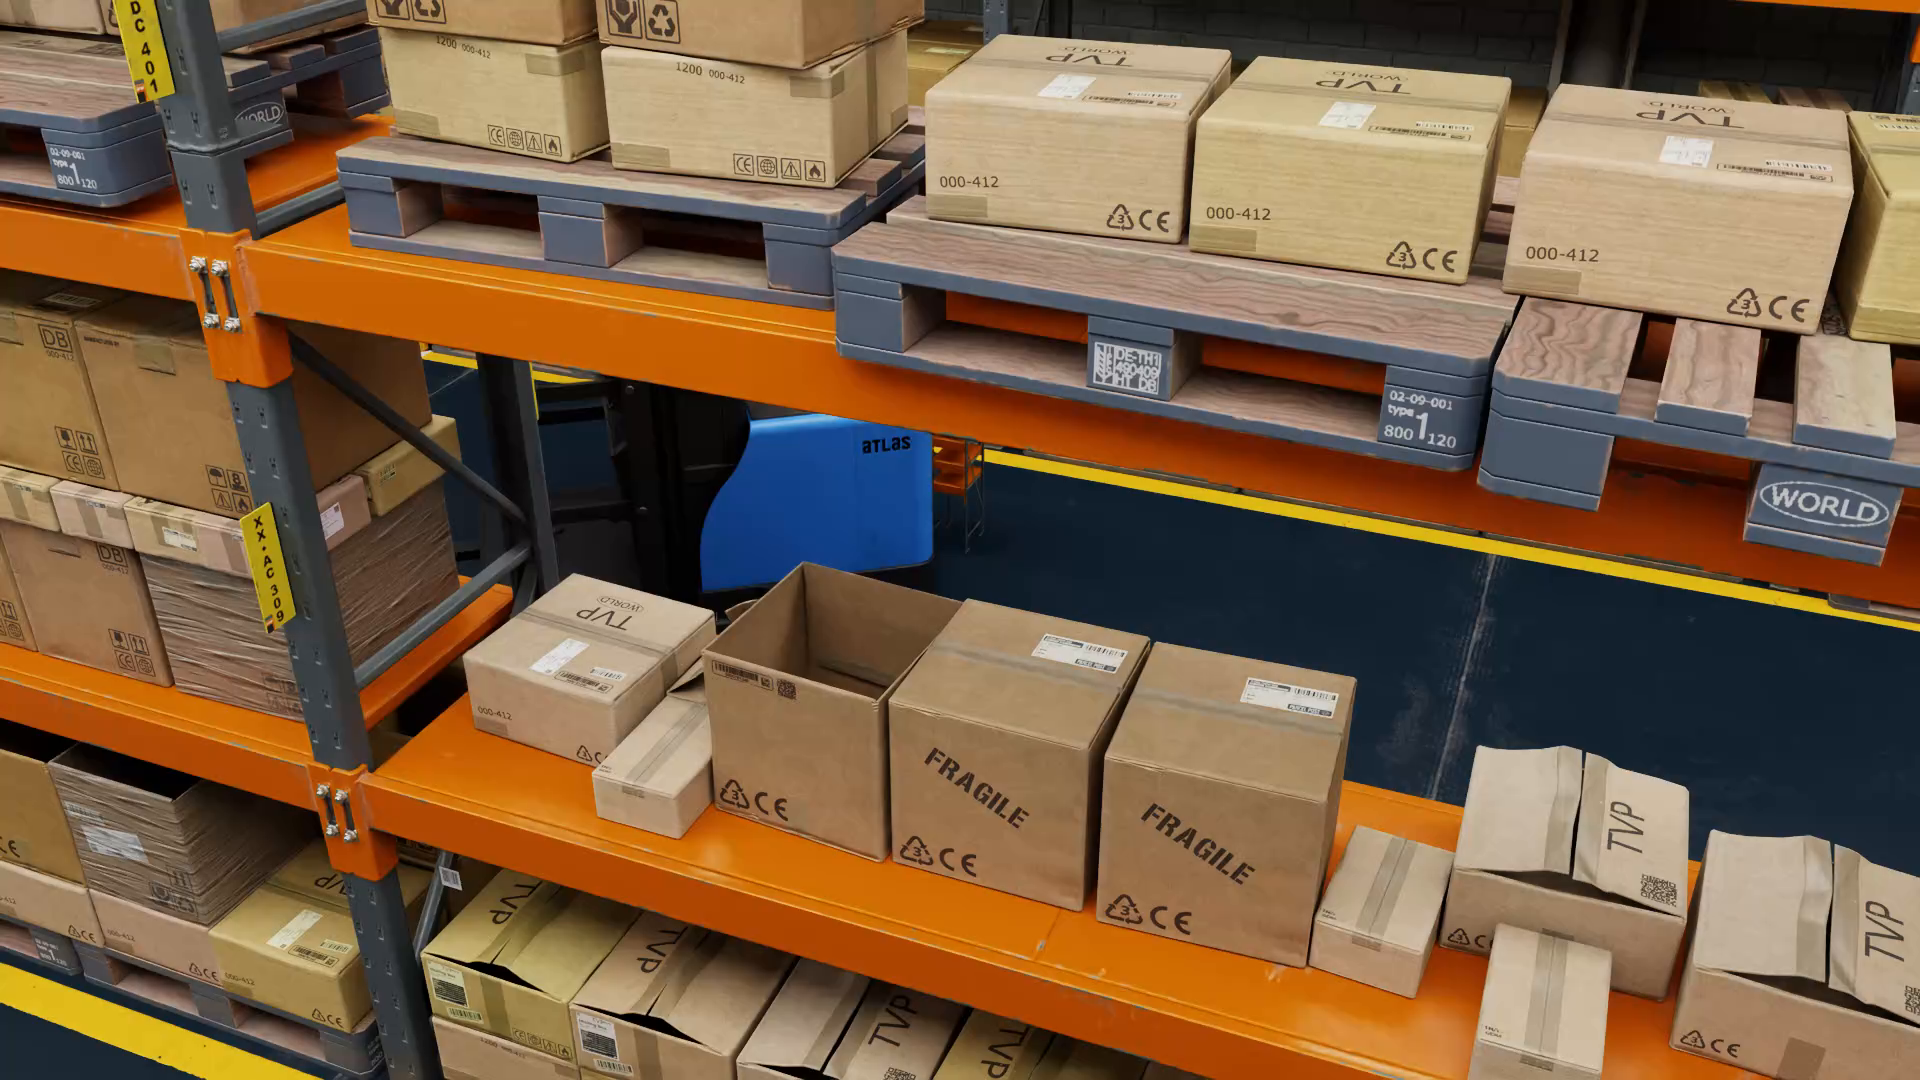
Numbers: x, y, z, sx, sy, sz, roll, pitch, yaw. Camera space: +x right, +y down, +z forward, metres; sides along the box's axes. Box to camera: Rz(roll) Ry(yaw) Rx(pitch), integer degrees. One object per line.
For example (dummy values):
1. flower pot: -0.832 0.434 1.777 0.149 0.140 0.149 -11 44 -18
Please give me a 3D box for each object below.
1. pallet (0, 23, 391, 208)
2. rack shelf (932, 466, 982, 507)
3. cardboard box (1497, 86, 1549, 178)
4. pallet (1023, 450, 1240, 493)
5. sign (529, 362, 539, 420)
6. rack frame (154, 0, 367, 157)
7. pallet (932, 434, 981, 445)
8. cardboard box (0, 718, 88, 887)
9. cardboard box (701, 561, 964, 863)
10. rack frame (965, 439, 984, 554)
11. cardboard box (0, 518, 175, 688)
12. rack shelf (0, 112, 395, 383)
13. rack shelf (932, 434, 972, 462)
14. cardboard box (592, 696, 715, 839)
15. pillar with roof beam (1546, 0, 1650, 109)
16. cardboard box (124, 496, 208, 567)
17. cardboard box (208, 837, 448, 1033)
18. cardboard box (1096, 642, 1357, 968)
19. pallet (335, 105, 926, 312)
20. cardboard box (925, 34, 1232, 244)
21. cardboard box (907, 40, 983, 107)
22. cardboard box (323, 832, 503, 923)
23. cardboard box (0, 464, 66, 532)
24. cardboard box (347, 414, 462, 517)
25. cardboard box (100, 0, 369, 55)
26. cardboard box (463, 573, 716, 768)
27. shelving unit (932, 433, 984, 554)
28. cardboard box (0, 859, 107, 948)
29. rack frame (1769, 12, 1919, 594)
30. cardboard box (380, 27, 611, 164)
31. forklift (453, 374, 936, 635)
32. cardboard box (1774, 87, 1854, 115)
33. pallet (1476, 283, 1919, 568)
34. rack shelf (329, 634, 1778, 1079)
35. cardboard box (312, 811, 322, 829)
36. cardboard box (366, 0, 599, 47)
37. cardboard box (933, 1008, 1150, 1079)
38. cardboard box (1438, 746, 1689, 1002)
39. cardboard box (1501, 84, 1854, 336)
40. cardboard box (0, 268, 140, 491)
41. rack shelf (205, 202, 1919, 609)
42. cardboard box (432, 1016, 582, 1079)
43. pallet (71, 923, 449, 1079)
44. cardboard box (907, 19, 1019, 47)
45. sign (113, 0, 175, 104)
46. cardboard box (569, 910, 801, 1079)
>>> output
1. pallet: -2.304 -1.184 4.338 1.213 0.211 1.003 11 31 19
2. rack shelf: -0.013 -0.277 8.099 0.180 0.103 0.258 11 31 19
3. cardboard box: 2.459 -1.828 7.887 0.500 0.500 0.700 11 31 19
4. pallet: 1.077 -0.673 9.226 1.213 0.211 1.003 11 31 19
5. sign: -1.309 -0.489 4.971 0.005 0.325 0.100 11 31 19
6. rack frame: -1.504 -2.382 3.320 0.127 3.000 1.000 11 31 19
7. pallet: -0.281 -0.924 9.671 1.213 0.211 1.003 11 31 19
8. cardboard box: -2.940 0.742 5.494 0.500 0.500 0.500 11 31 19
9. cardboard box: -0.311 0.433 4.334 0.500 0.500 0.500 14 32 23
10. rack frame: 0.071 -0.508 7.930 0.006 1.200 0.240 11 31 19
11. cardboard box: -2.409 0.012 5.079 0.500 0.500 0.700 11 31 19
12. rack shelf: -3.357 -1.133 4.889 4.000 0.370 1.077 11 31 19
13. rack shelf: -0.013 -0.486 7.981 0.180 0.103 0.258 11 31 19
14. cardboard box: -0.760 0.596 4.403 0.250 0.149 0.380 11 31 19
15. pillar with roof beam: 1.563 -2.574 3.658 0.400 9.000 9.100 11 31 19
16. cardboard box: -2.065 -0.096 4.610 0.250 0.149 0.380 11 31 18
17. cardboard box: -2.016 1.257 5.345 0.500 0.250 0.500 11 31 19
18. cardboard box: 0.641 0.623 3.998 0.500 0.500 0.500 10 31 16
19. pallet: -0.682 -0.836 3.827 1.217 0.209 0.805 10 31 17
20. cardboard box: 0.245 -0.812 3.316 0.500 0.250 0.500 9 31 15
21. cardboard box: -0.200 -2.246 8.546 0.500 0.500 0.500 11 31 19
22. cardboard box: -1.820 1.020 5.765 0.500 0.250 0.500 11 31 19
23. cardboard box: -2.552 -0.191 4.779 0.250 0.149 0.380 11 31 19
24. cardboard box: -1.680 -0.235 4.856 0.250 0.149 0.380 11 31 19
25. cardboard box: -1.872 -1.577 4.273 0.500 0.500 0.500 14 32 23
26. cardboard box: -1.032 0.366 4.707 0.500 0.250 0.500 13 32 22
27. shelving unit: -0.013 -0.525 7.959 0.189 1.200 0.258 11 31 19
28. cardboard box: -2.945 1.075 5.668 0.500 0.250 0.500 11 31 19
29. rack frame: 4.061 -1.290 7.484 0.127 3.000 1.000 11 31 19
30. cardboard box: -0.937 -1.076 3.782 0.500 0.250 0.500 15 33 24
31. forklift: -1.684 -0.971 6.990 3.031 2.935 1.130 -7 30 -12
32. cardboard box: 3.730 -1.858 7.280 0.250 0.149 0.380 7 30 13
33. pallet: 1.540 -0.339 2.945 1.003 0.211 1.213 13 32 21
34. rack shelf: 0.349 0.913 4.318 4.000 0.370 1.077 11 31 19
35. cardboard box: -2.282 0.600 5.746 0.500 0.500 0.500 11 31 19
36. cardboard box: -0.947 -1.388 3.573 0.500 0.500 0.500 12 32 20
37. cardboard box: 0.210 1.473 4.393 0.500 0.311 0.500 12 32 20
38. cardboard box: 1.446 0.754 3.957 0.500 0.311 0.500 11 31 19
39. cardboard box: 1.268 -0.601 2.942 0.500 0.250 0.500 12 32 20
40. cardboard box: -2.386 -0.551 4.756 0.500 0.500 0.700 11 31 19
41. rack shelf: 0.349 -0.393 3.580 4.000 0.370 1.077 11 31 19
42. cardboard box: -1.224 1.431 5.037 0.500 0.250 0.500 11 31 18
43. pallet: -2.225 1.277 5.776 1.213 0.211 1.003 11 31 19
44. cardboard box: -0.002 -2.482 8.963 0.500 0.500 0.500 11 31 18
45. sign: -1.711 -1.083 3.463 0.005 0.325 0.100 11 31 19
46. cardboard box: -0.753 1.284 4.727 0.500 0.311 0.500 11 31 19
